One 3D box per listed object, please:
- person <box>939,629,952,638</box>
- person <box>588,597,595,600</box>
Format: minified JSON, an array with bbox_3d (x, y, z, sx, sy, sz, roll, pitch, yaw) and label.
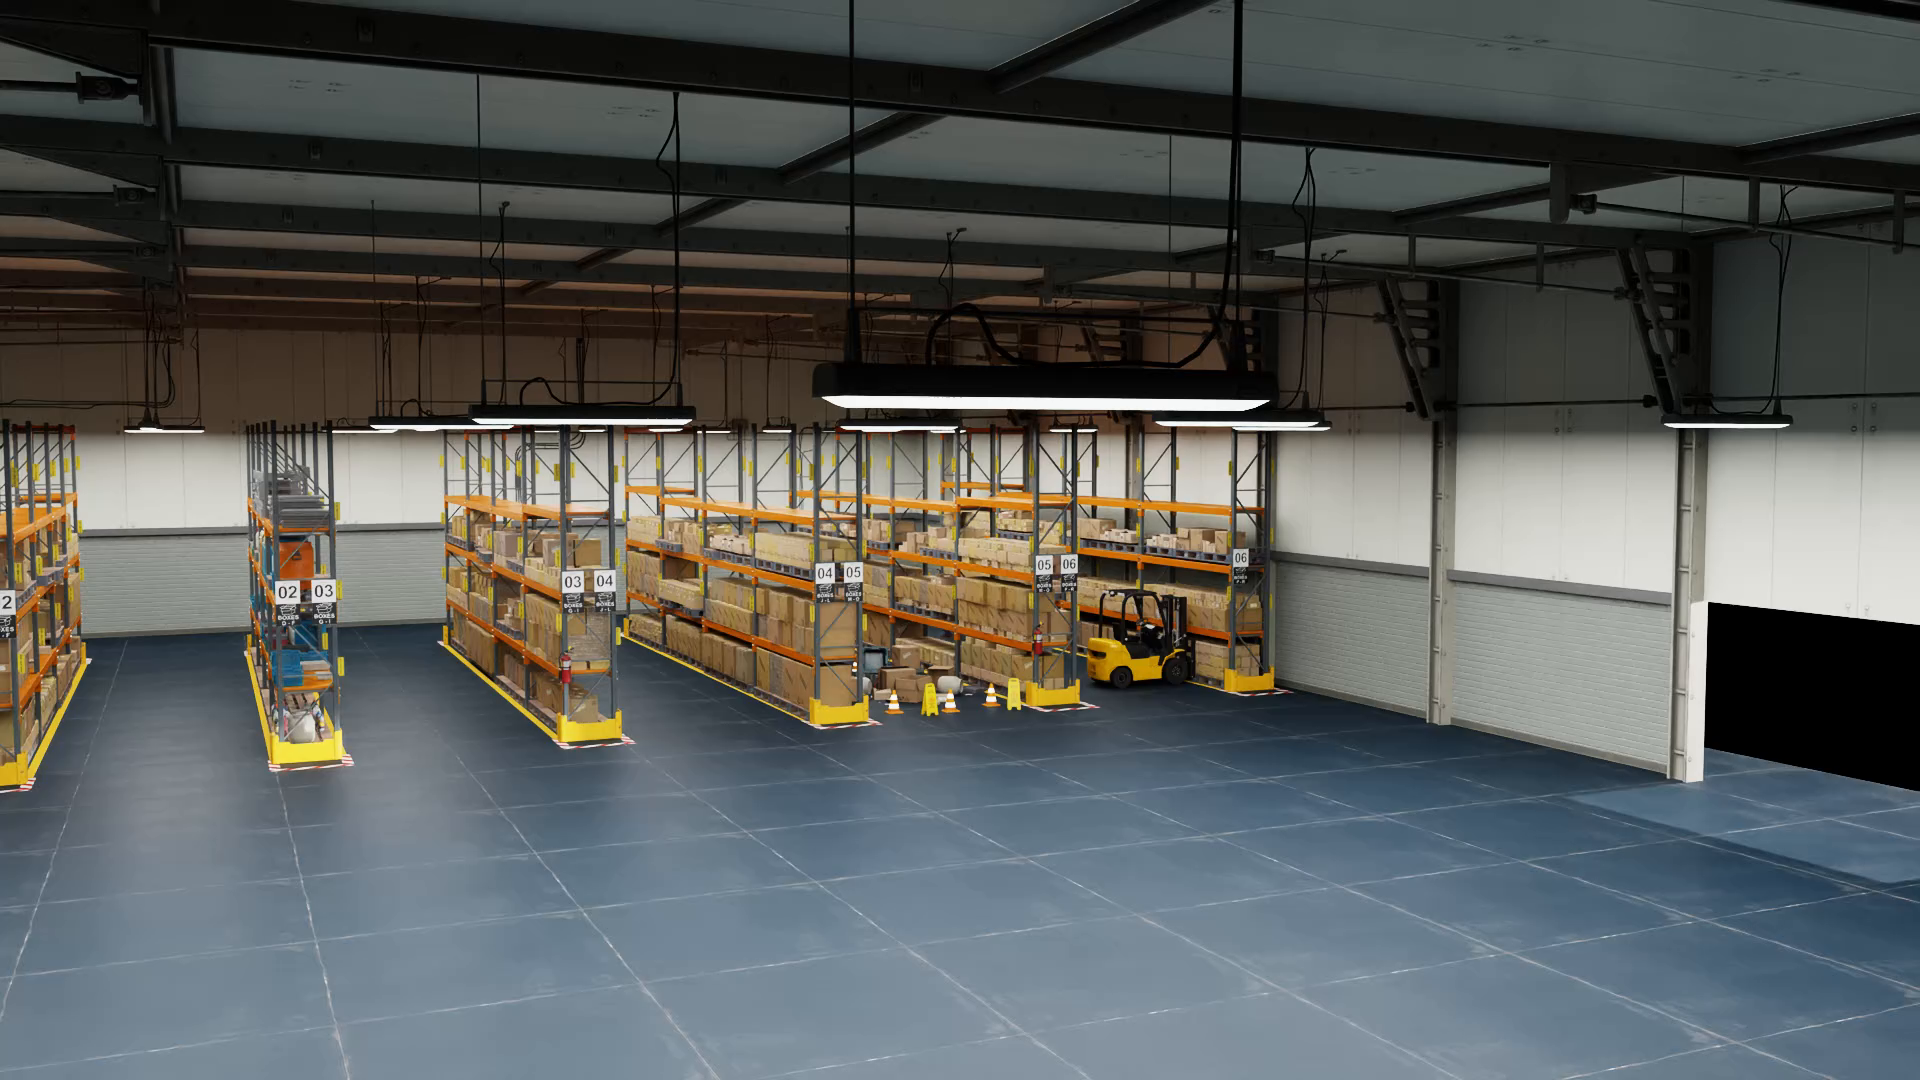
[{"bbox_3d":[-0.423,1.939,47.320,0.365,1.653,0.499,-2,4,-34],"label":"person"},{"bbox_3d":[-10.743,1.793,48.888,1.041,1.751,0.627,0,4,3],"label":"person"}]
